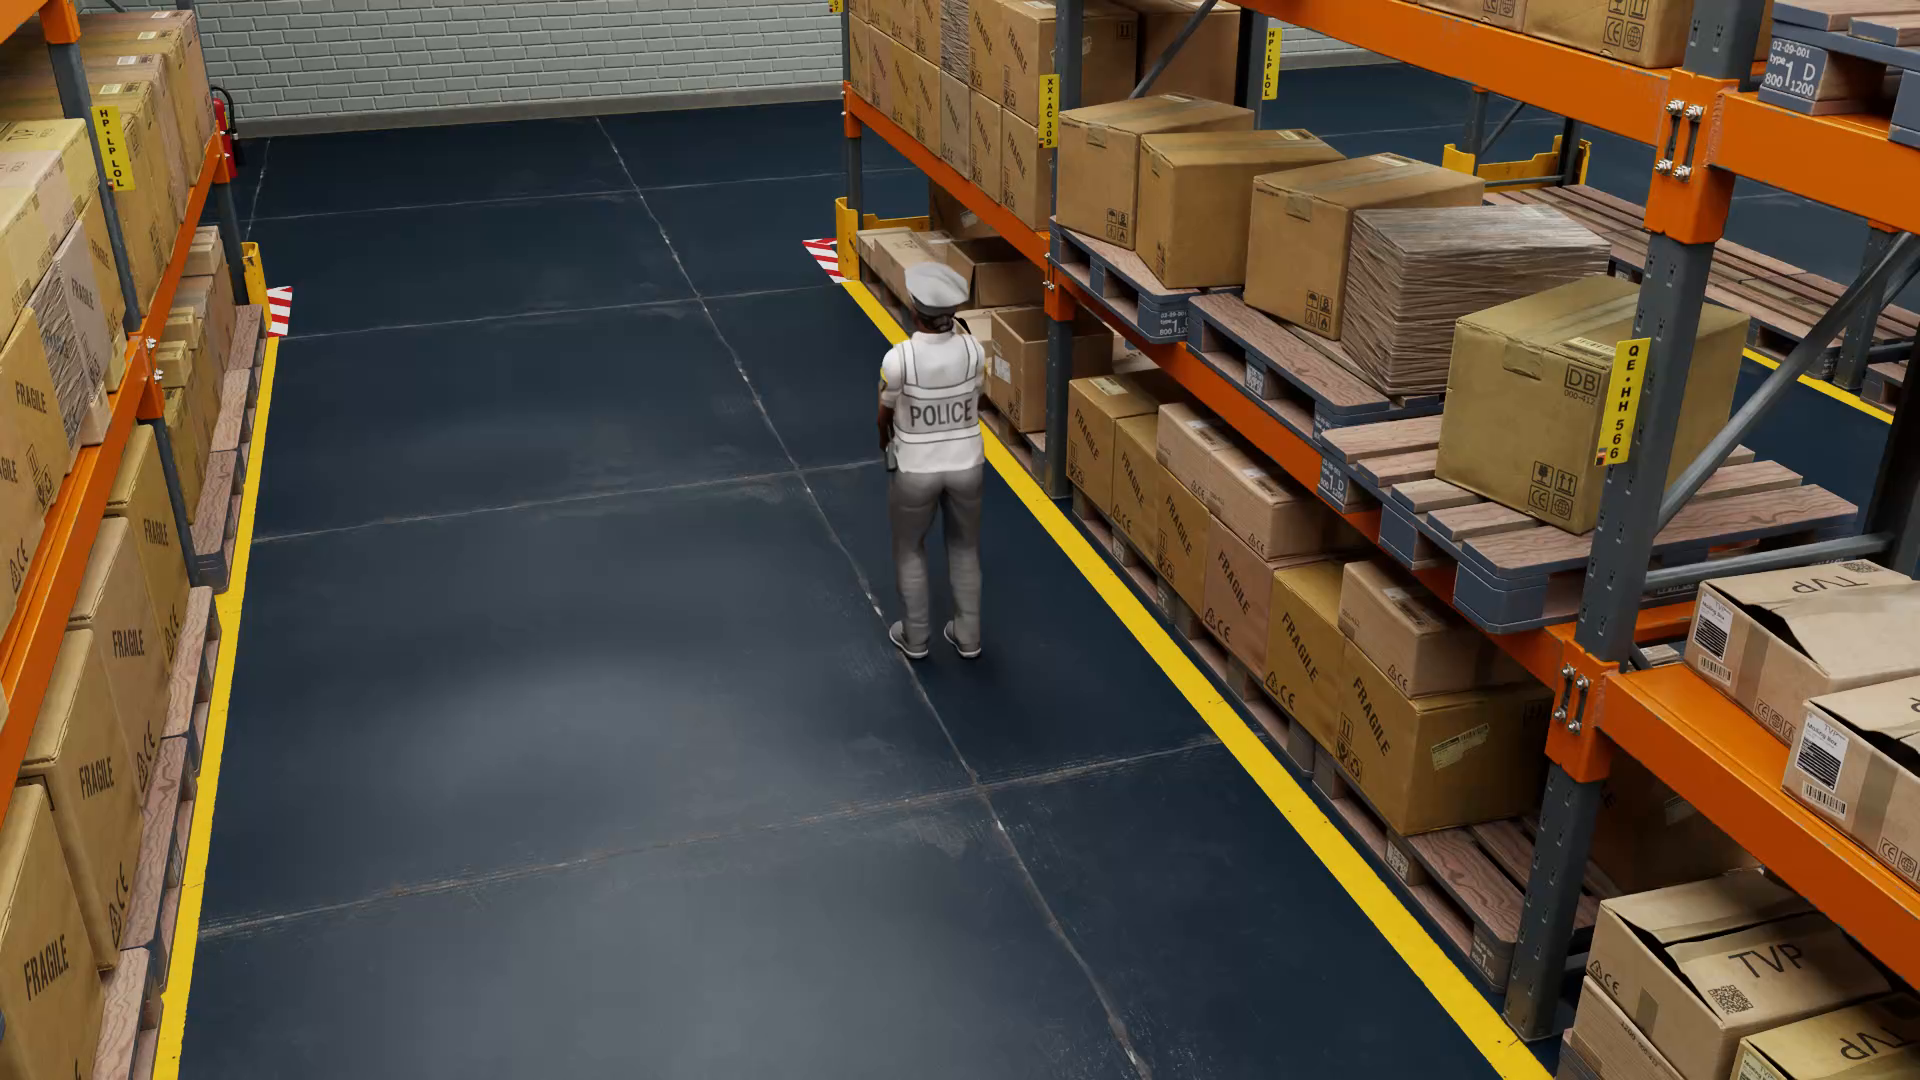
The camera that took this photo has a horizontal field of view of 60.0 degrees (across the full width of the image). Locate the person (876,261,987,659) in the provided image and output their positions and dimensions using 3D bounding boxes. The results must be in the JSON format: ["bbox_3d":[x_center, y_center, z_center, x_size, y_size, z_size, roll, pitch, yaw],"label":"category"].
[{"bbox_3d":[-0.123,-0.317,6.728,0.441,1.692,0.514,-8,28,-16],"label":"person"}]
